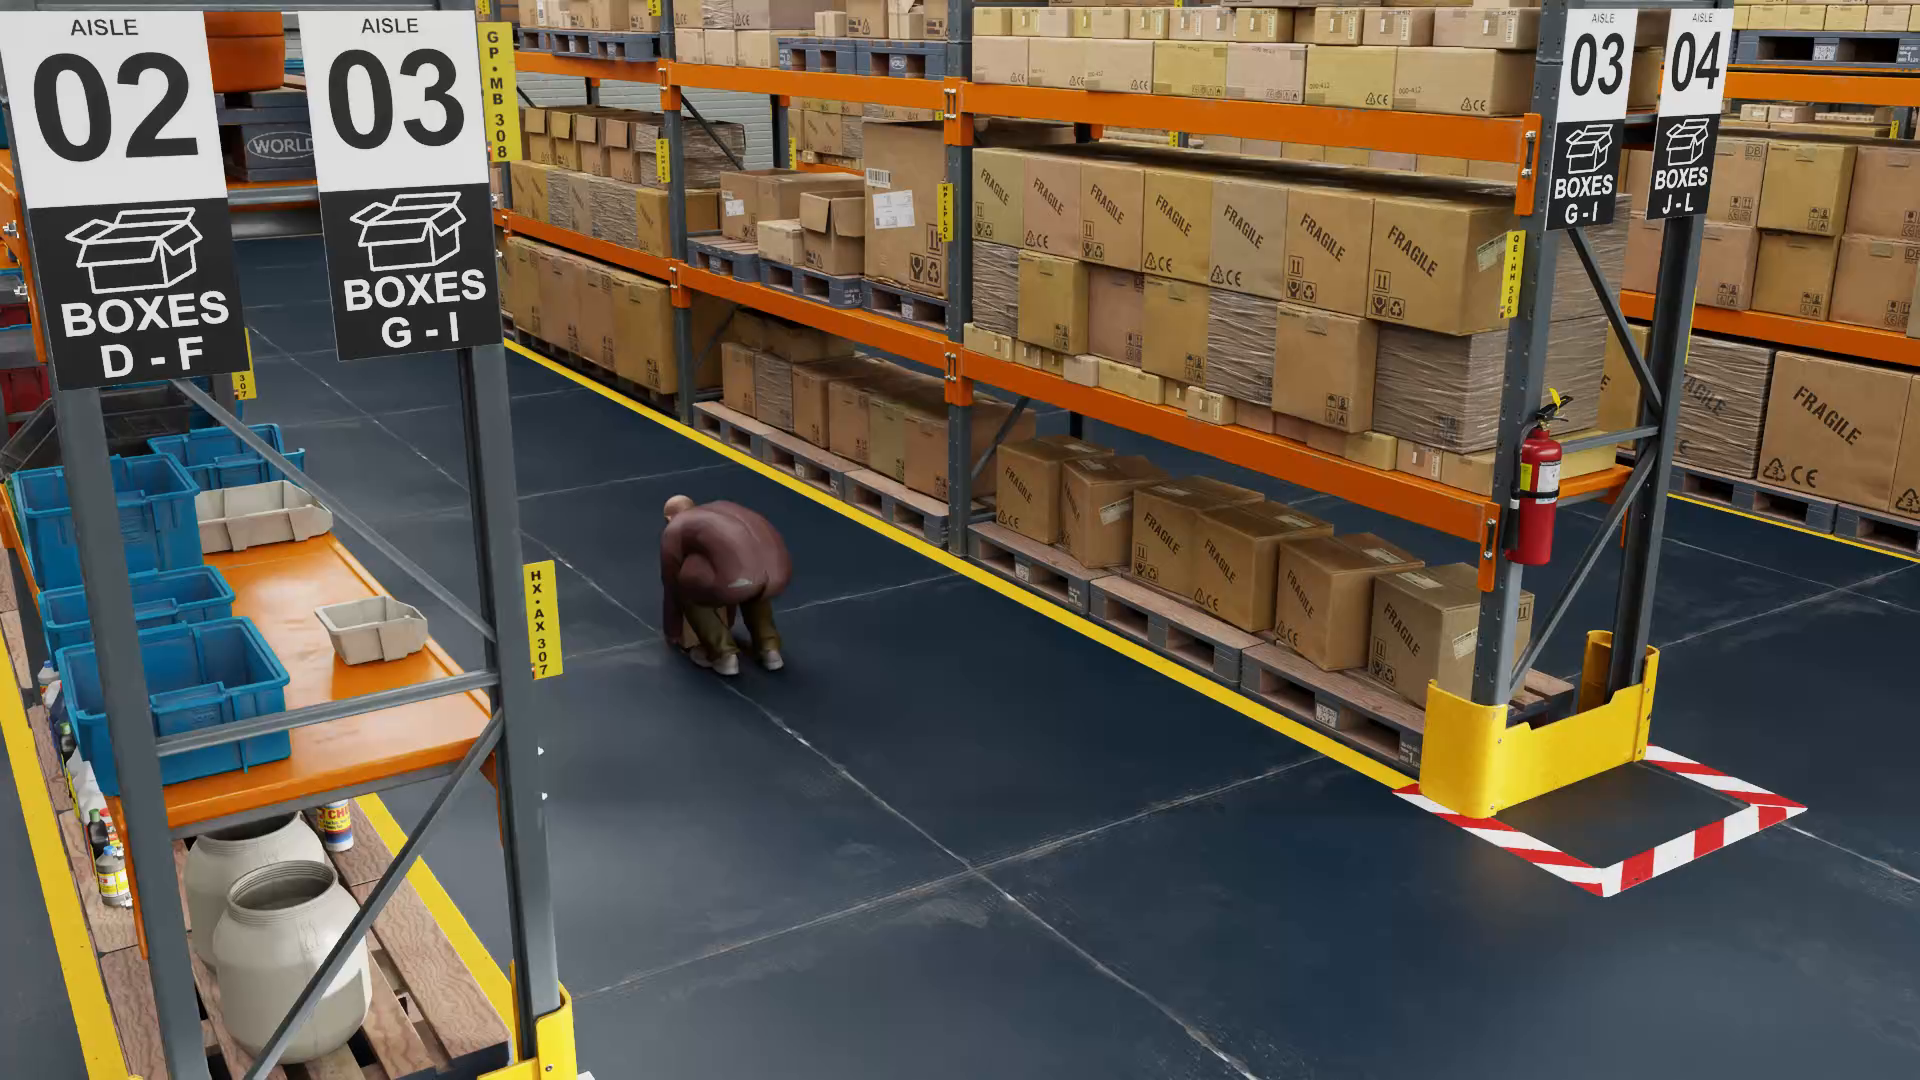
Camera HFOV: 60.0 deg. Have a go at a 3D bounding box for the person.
[{"bbox_3d":[-1.208,0.226,8.494,0.573,0.826,0.945,-12,21,-33],"label":"person"}]
